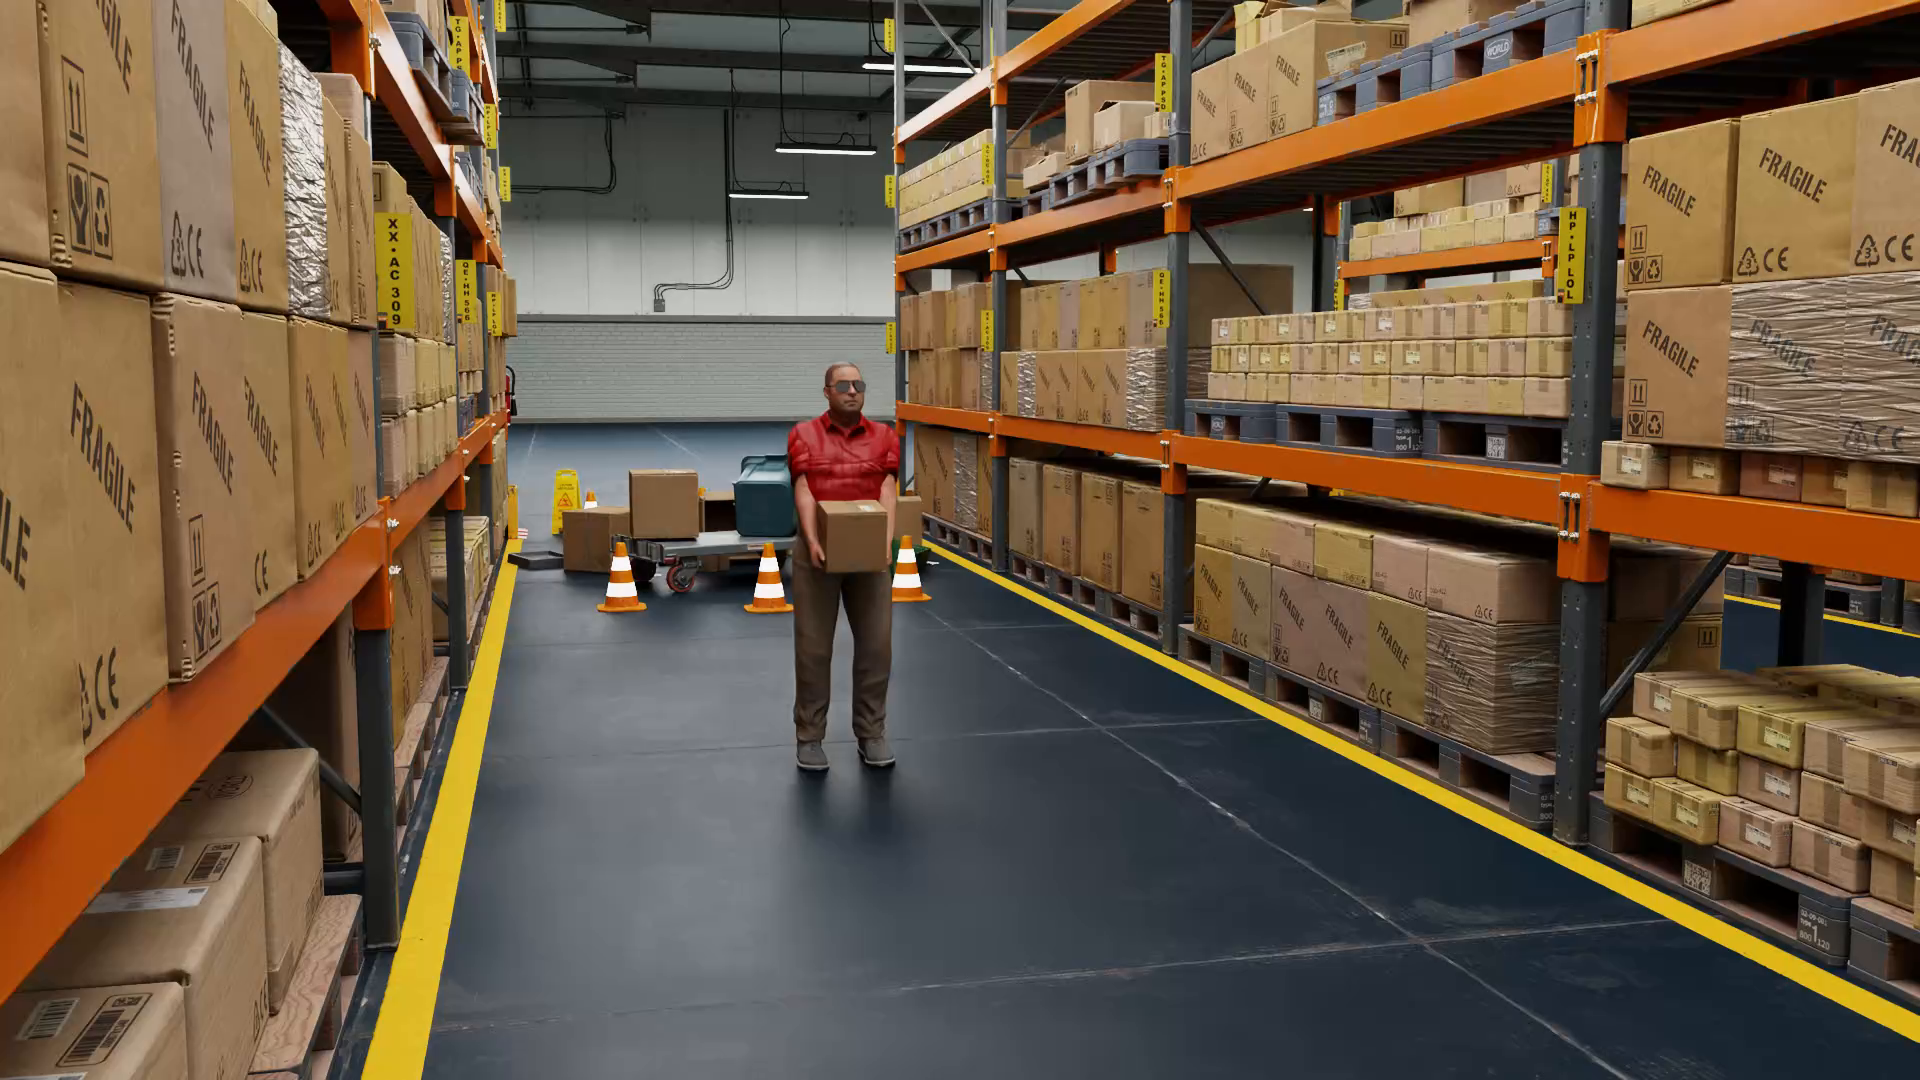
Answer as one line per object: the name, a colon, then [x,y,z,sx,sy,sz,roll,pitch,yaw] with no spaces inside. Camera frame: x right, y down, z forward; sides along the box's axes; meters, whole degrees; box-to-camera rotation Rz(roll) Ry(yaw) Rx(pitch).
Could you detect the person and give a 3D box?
person: [-0.467,0.111,7.032,0.490,1.722,0.524,-1,6,-13]
